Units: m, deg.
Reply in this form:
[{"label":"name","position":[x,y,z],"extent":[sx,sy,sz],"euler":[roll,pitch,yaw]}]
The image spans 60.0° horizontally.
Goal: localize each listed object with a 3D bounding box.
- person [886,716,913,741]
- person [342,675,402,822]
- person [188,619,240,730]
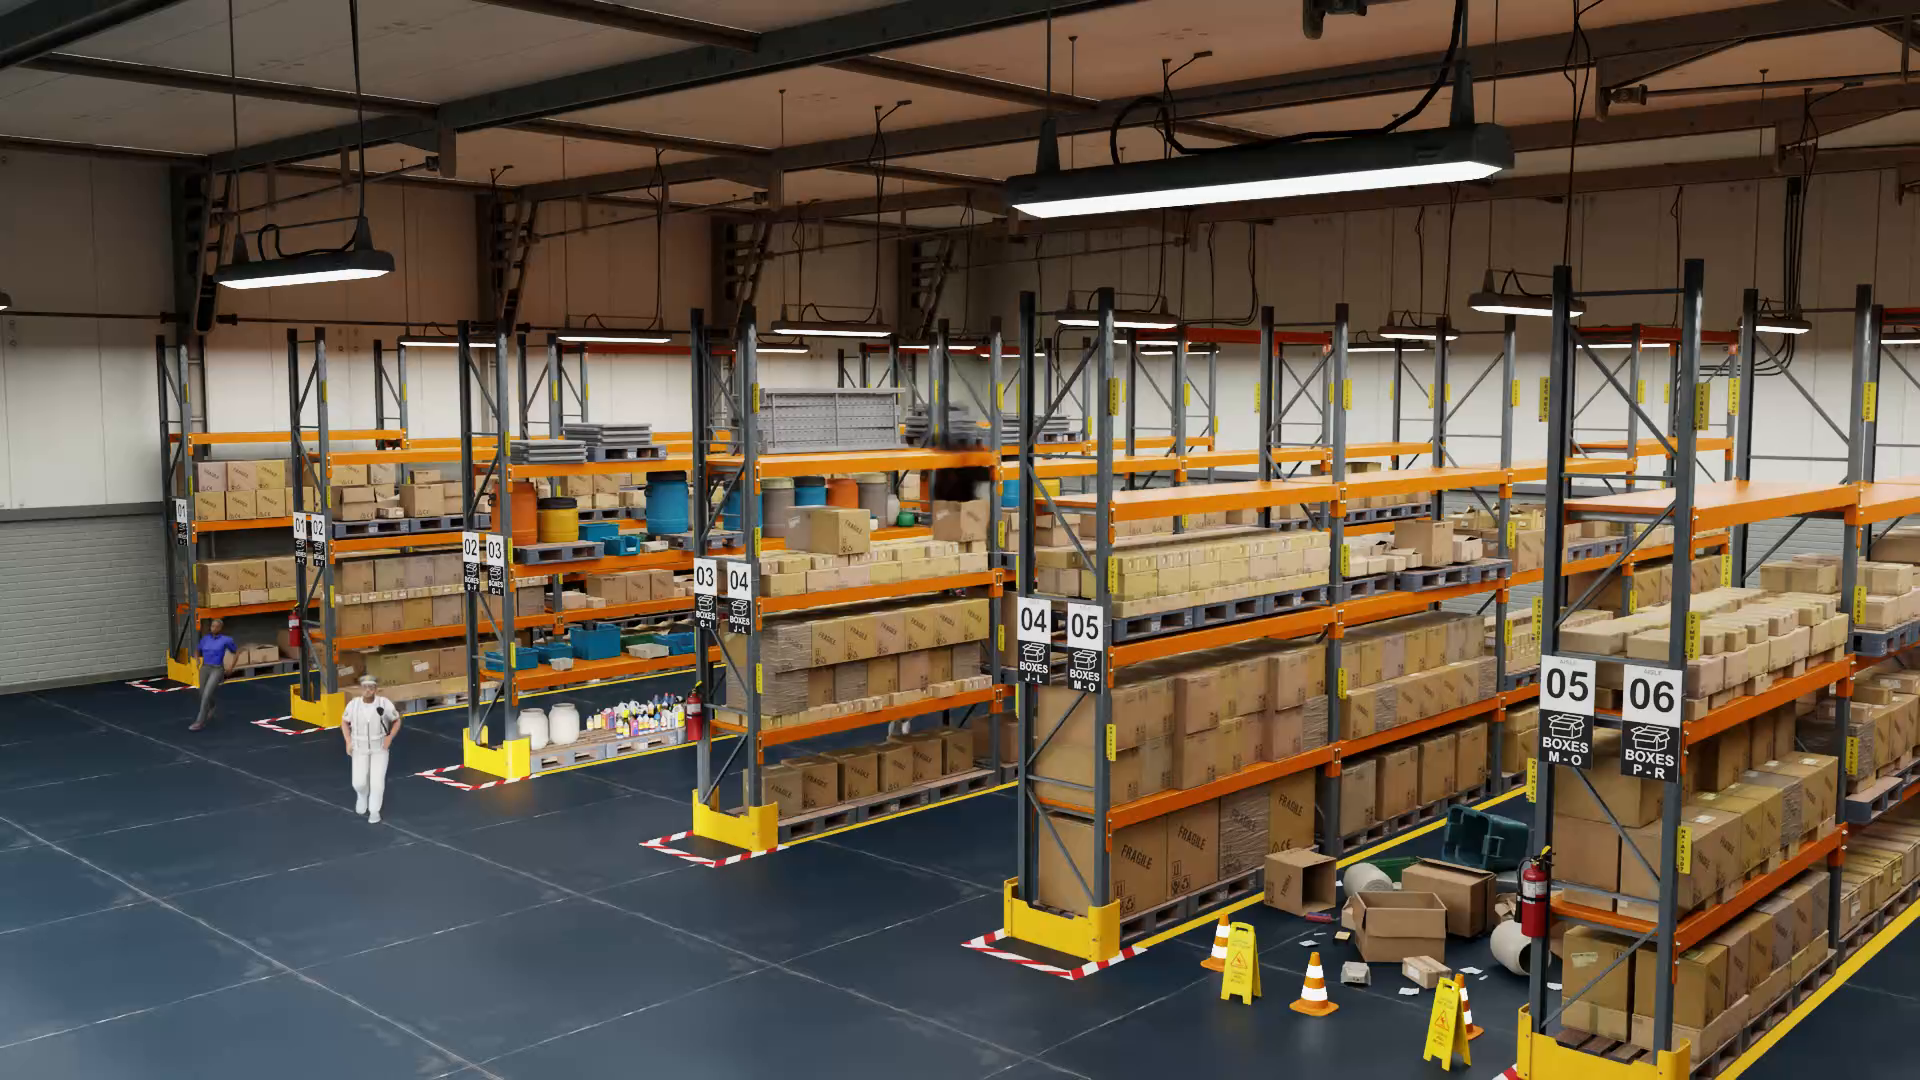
[{"label":"person","position":[-0.862,2.046,23.773],"extent":[0.720,1.750,0.921],"euler":[3,6,27]},{"label":"person","position":[-6.964,2.453,19.691],"extent":[0.678,1.751,0.597],"euler":[-2,6,-16]},{"label":"person","position":[-11.254,1.996,25.086],"extent":[0.653,1.614,0.900],"euler":[0,5,2]}]
